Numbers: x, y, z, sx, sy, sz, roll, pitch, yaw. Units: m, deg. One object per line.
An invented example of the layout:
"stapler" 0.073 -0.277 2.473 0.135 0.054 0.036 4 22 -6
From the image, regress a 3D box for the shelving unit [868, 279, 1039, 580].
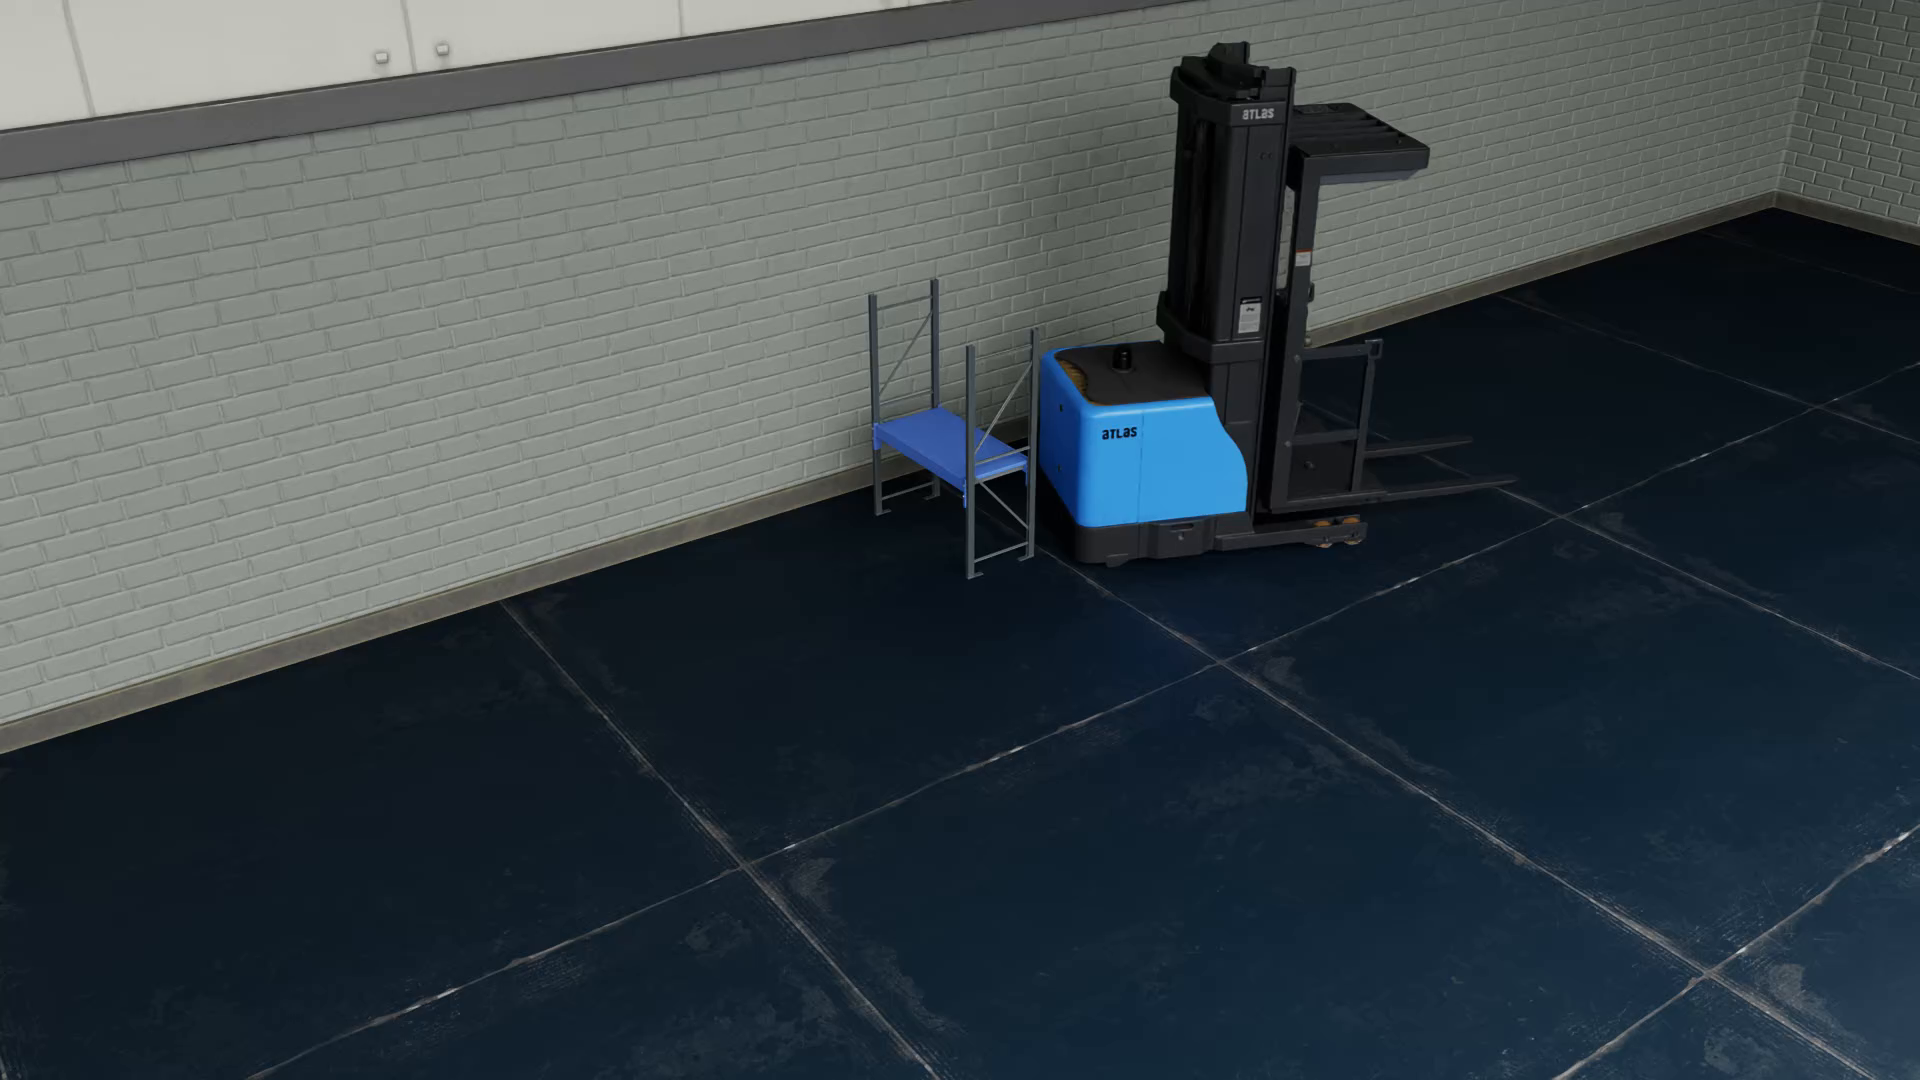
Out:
"shelving unit" -0.049 -0.692 10.180 0.538 1.500 1.048 -19 34 -31

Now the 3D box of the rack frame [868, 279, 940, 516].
"rack frame" -0.344 -0.890 10.544 0.500 1.500 0.032 -19 34 -31

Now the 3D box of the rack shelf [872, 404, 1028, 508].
"rack shelf" -0.049 -0.534 10.266 0.538 0.185 1.000 -19 34 -31

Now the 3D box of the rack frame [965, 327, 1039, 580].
"rack frame" 0.245 -0.495 9.816 0.500 1.500 0.032 -19 34 -31

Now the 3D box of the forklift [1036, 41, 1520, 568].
"forklift" 2.068 -1.477 10.126 3.031 2.935 1.130 -6 29 -11
